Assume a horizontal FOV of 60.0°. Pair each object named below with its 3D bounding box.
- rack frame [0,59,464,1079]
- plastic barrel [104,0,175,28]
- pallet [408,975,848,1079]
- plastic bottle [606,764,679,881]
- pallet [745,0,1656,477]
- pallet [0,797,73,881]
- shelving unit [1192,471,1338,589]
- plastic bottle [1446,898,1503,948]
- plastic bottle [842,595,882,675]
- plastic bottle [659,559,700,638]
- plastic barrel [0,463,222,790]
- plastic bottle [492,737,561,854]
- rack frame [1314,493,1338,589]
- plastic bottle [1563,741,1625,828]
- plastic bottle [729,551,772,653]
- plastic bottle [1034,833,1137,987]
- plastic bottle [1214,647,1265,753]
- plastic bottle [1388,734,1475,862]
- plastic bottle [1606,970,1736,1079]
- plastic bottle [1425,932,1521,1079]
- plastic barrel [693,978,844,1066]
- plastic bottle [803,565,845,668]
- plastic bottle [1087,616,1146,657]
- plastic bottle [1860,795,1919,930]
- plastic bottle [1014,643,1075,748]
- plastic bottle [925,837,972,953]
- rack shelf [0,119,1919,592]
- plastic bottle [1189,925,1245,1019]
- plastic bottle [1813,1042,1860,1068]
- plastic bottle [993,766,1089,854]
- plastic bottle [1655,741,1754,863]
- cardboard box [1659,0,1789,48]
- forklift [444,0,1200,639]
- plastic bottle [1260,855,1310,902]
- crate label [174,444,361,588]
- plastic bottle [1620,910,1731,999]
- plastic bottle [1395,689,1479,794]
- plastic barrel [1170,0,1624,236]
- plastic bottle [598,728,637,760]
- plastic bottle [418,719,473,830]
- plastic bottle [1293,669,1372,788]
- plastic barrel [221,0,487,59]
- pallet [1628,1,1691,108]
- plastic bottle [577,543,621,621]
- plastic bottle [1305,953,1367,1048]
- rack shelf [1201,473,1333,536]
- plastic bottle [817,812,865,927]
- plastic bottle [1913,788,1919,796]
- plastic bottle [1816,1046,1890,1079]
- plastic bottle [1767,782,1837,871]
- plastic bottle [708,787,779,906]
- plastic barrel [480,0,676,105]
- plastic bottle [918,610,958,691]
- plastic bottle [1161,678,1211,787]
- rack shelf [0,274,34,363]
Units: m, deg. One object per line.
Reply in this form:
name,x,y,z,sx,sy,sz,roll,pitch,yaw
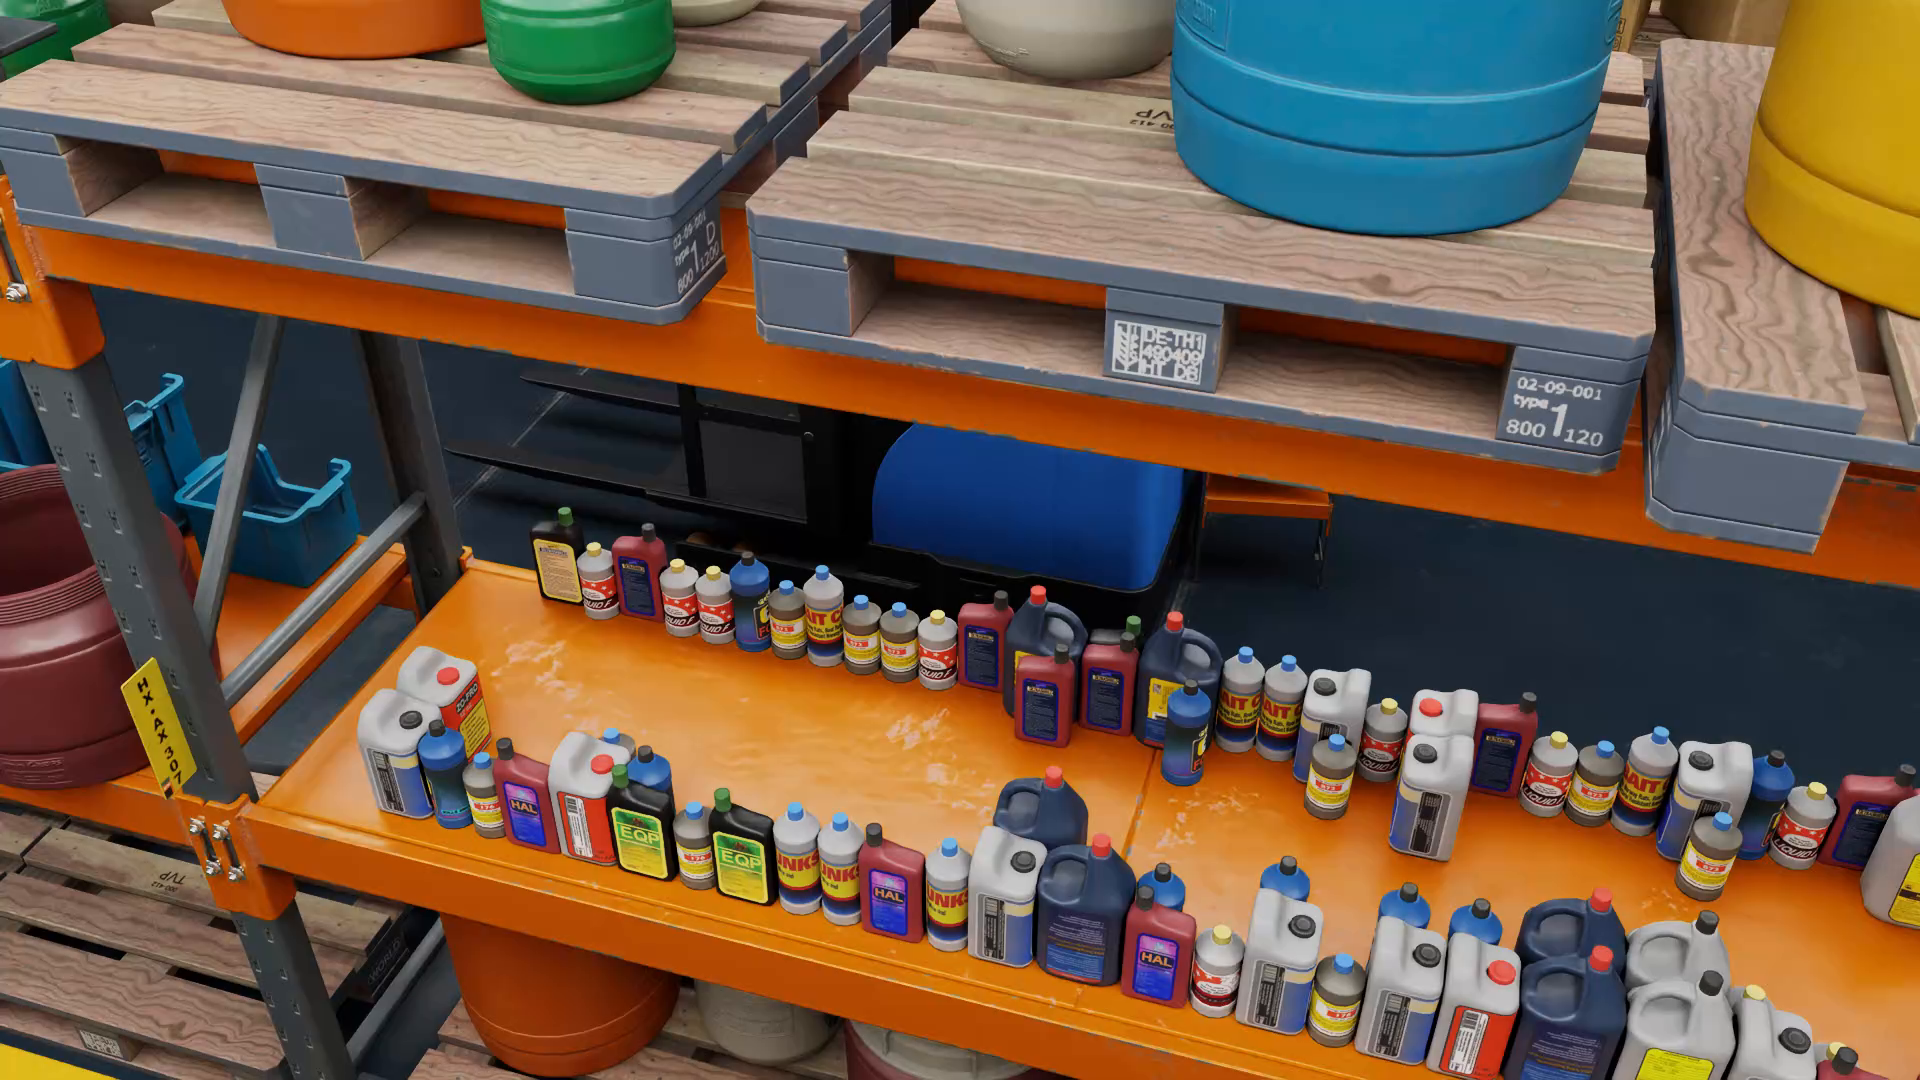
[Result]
rack frame,-1.542,0.157,4.007,0.127,3.000,1.000,10,38,14
plastic barrel,-1.747,-1.325,3.394,0.421,0.512,0.421,0,36,0
pallet,-0.777,1.395,4.676,1.213,0.211,1.003,10,38,14
plastic bottle,-0.670,0.594,3.510,0.133,0.283,0.061,10,38,14
pallet,0.415,-0.550,2.596,1.213,0.211,1.003,10,38,14
pallet,-3.431,0.904,5.344,1.213,0.211,1.003,10,38,14
shelving unit,1.175,-0.376,6.249,0.503,1.200,0.258,3,36,5
plastic bottle,0.993,0.801,3.240,0.097,0.271,0.097,0,36,0
plastic bottle,-0.239,0.224,4.082,0.097,0.201,0.097,0,36,0
plastic bottle,-0.704,0.138,4.199,0.097,0.201,0.097,0,36,0
plastic barrel,-2.076,0.191,3.845,0.708,0.536,0.600,10,38,14
plastic bottle,-0.925,0.547,3.575,0.133,0.283,0.061,10,38,14
rack frame,1.418,-0.361,6.229,0.015,1.200,0.240,3,36,5
plastic bottle,1.403,0.528,3.669,0.097,0.201,0.097,0,36,0
plastic bottle,-0.518,0.145,4.132,0.097,0.271,0.097,0,36,0
plastic bottle,0.249,0.712,3.294,0.185,0.351,0.144,10,38,14
plastic bottle,0.647,0.360,3.839,0.097,0.271,0.097,0,36,0
plastic bottle,1.018,0.539,3.592,0.135,0.276,0.152,10,38,14
plastic bottle,1.301,0.906,3.030,0.185,0.351,0.144,10,38,14
plastic bottle,0.973,0.873,3.138,0.135,0.276,0.152,10,38,14
plastic barrel,-0.505,1.116,4.448,0.421,0.512,0.421,0,36,0
plastic bottle,-0.332,0.179,4.085,0.097,0.271,0.097,0,36,0
plastic bottle,0.366,0.292,3.921,0.133,0.283,0.061,10,38,14
plastic bottle,1.998,0.631,3.404,0.185,0.351,0.144,10,38,14
plastic bottle,0.195,0.350,3.842,0.133,0.283,0.061,10,38,14
plastic bottle,-0.021,0.708,3.366,0.097,0.271,0.097,0,36,0
rack shelf,0.367,-0.408,2.850,4.000,0.370,1.077,10,38,14
plastic bottle,0.504,0.833,3.255,0.097,0.201,0.097,0,36,0
plastic bottle,1.575,0.994,3.037,0.097,0.201,0.097,0,36,0
plastic bottle,0.166,0.602,3.444,0.185,0.351,0.144,10,38,14
plastic bottle,1.598,0.552,3.575,0.135,0.276,0.152,10,38,14
cardboard box,3.371,-2.358,6.985,0.500,0.500,0.700,-1,36,-2
forklift,-0.600,-1.295,6.037,3.031,2.935,1.130,11,38,14
plastic bottle,0.643,0.736,3.328,0.097,0.271,0.097,0,36,0
crate label,-1.833,-0.062,4.446,0.416,0.233,0.303,10,38,14
plastic bottle,1.344,0.825,3.141,0.185,0.351,0.144,10,38,14
plastic bottle,1.064,0.453,3.709,0.135,0.276,0.152,10,38,14
plastic barrel,0.601,-0.931,2.176,0.708,0.901,0.600,10,38,14
plastic bottle,-0.765,0.504,3.702,0.097,0.201,0.097,0,36,0
plastic bottle,-1.123,0.504,3.643,0.097,0.271,0.097,0,36,0
plastic bottle,0.842,0.412,3.765,0.135,0.276,0.152,10,38,14
plastic barrel,-1.001,-1.291,2.727,0.708,0.830,0.600,10,38,14
pallet,3.026,-2.064,7.186,1.213,0.211,1.003,10,38,14
plastic bottle,-0.924,0.098,4.255,0.097,0.201,0.097,0,36,0
plastic bottle,0.726,0.874,3.199,0.097,0.201,0.097,0,36,0
rack shelf,1.175,-0.162,6.406,0.480,0.148,0.258,3,36,5
plastic bottle,-0.241,0.667,3.422,0.097,0.271,0.097,0,36,0
plastic bottle,2.053,0.604,3.497,0.133,0.283,0.061,10,38,14
plastic bottle,1.569,1.009,2.947,0.133,0.283,0.061,10,38,14
plastic bottle,1.810,0.604,3.567,0.097,0.201,0.097,0,36,0
plastic bottle,-0.449,0.635,3.455,0.133,0.283,0.061,10,38,14
plastic barrel,-0.599,-0.841,2.608,0.294,0.245,0.294,0,36,0
plastic bottle,-0.054,0.259,4.036,0.097,0.201,0.097,0,36,0
plastic bottle,0.511,0.425,3.751,0.097,0.271,0.097,0,36,0
rack shelf,-3.451,-1.115,3.811,4.000,0.370,1.077,10,38,14
